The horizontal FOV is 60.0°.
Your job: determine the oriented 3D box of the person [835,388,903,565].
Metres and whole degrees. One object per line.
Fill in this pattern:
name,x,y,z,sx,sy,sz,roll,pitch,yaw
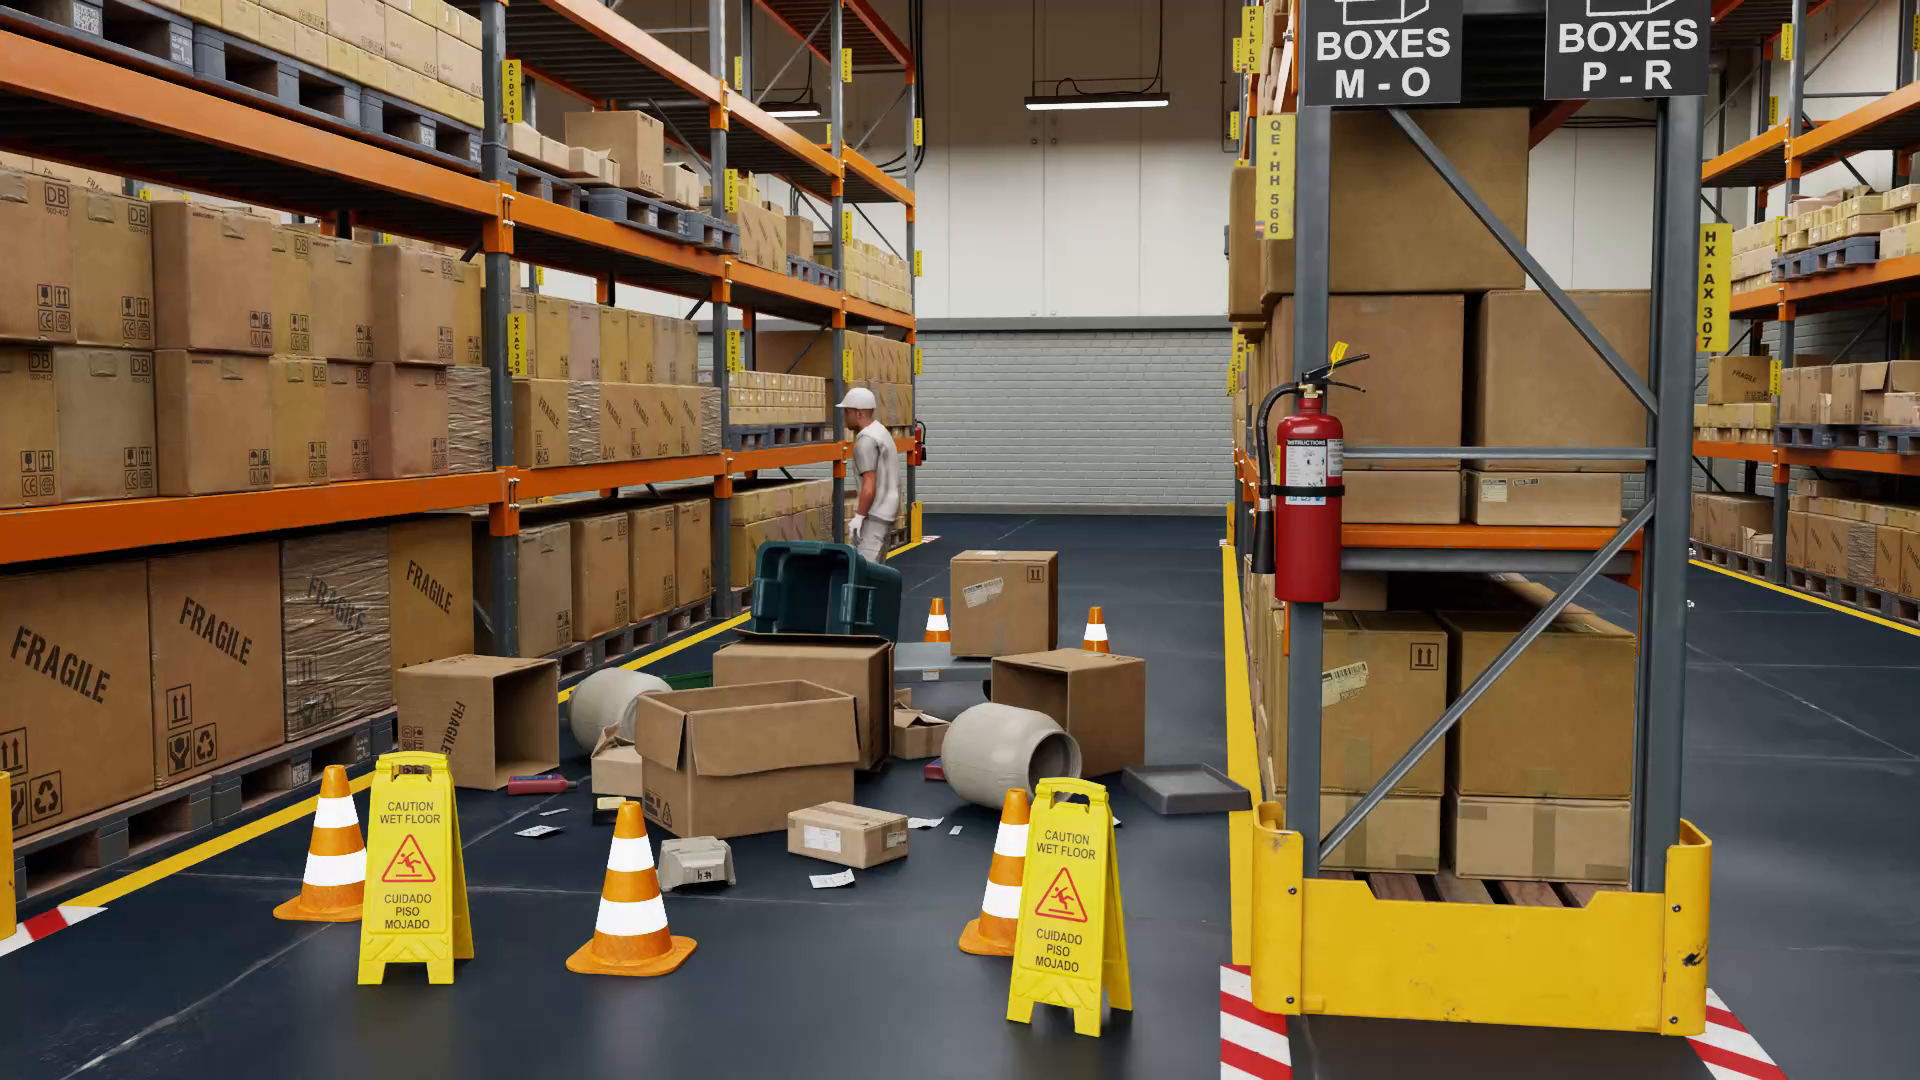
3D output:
person,-0.617,-0.137,11.258,0.448,1.780,0.608,1,4,9
